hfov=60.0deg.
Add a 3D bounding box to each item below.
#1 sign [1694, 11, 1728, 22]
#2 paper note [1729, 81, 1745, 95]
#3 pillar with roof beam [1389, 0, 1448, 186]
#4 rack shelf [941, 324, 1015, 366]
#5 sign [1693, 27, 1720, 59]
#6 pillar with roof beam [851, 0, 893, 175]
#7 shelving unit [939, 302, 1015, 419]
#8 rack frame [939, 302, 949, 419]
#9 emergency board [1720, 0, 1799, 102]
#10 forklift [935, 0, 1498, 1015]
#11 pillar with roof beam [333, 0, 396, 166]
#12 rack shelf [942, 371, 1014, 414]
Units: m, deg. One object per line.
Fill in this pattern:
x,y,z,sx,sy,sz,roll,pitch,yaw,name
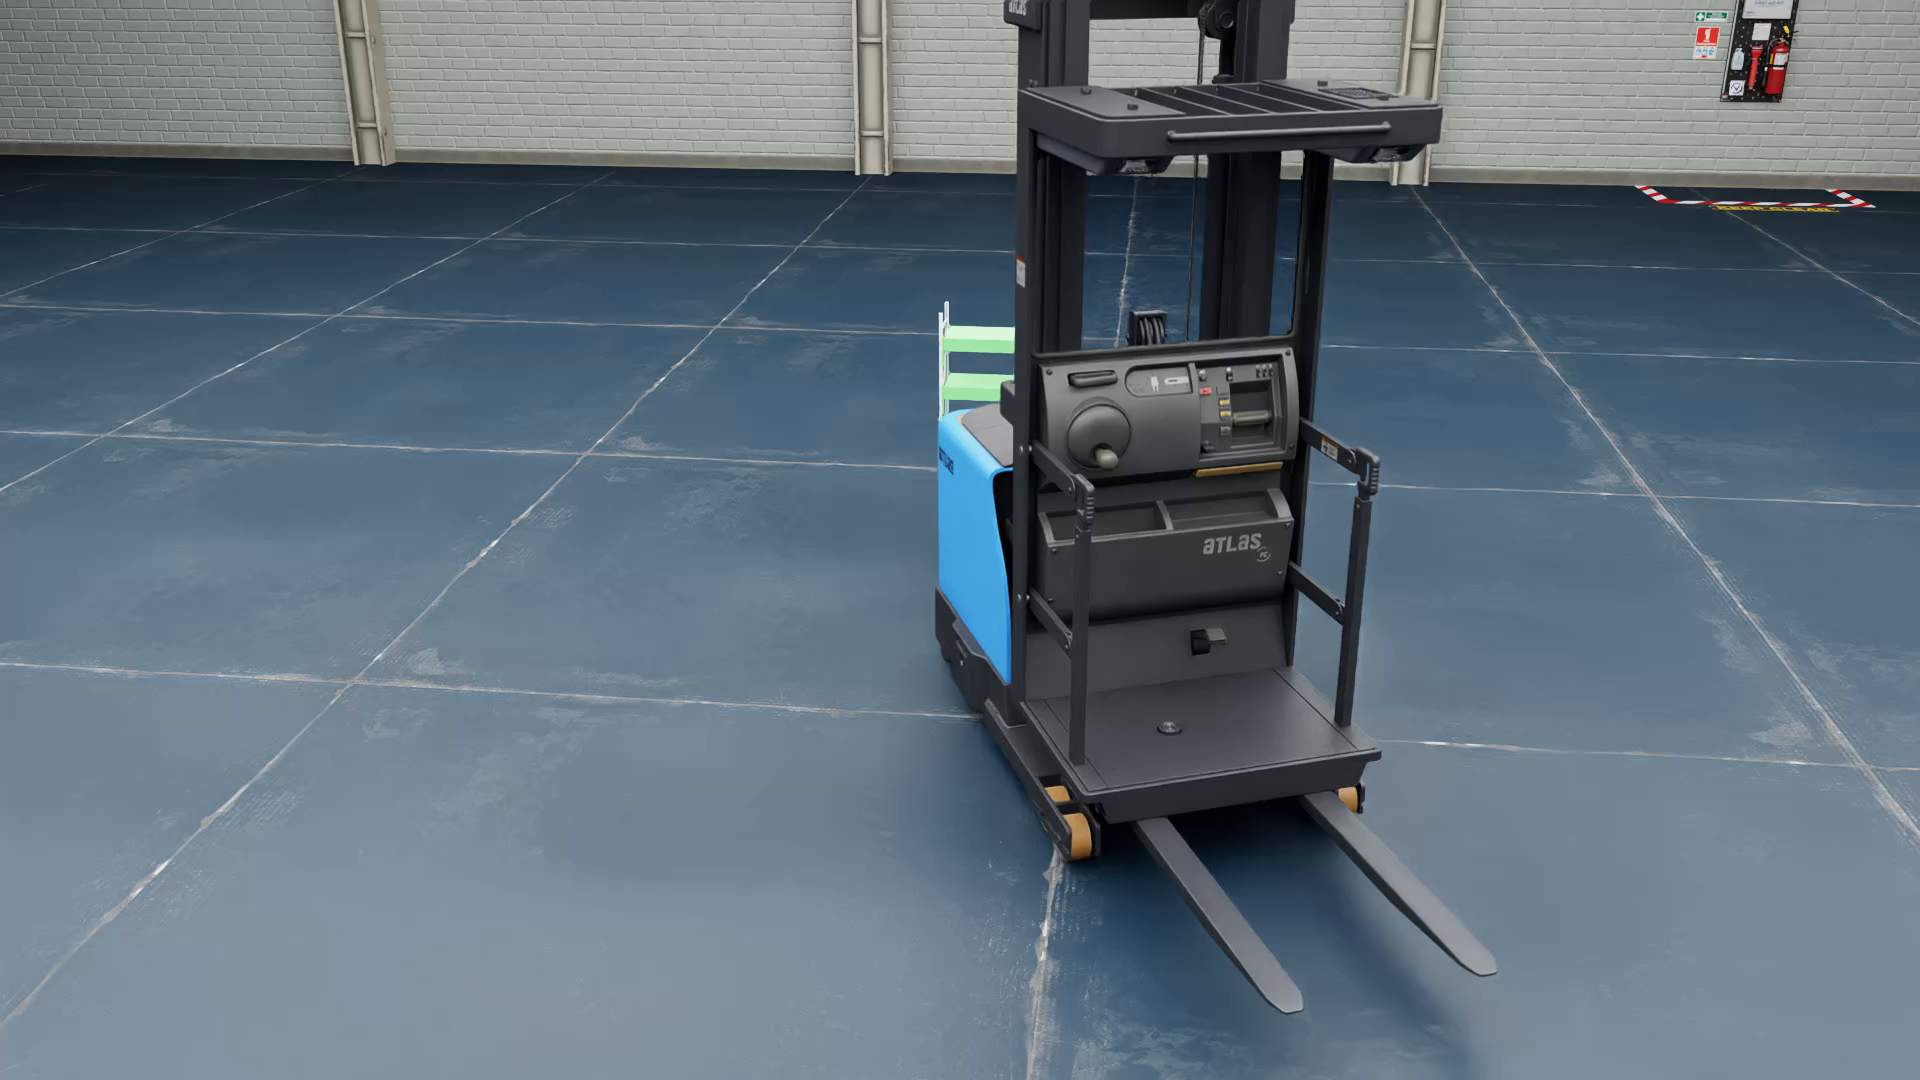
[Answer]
7.949,-5.536,17.592,0.331,0.109,0.001,2,22,6,sign
8.314,-4.838,17.794,0.142,0.148,0.016,2,22,6,paper note
4.467,-6.571,12.822,0.400,9.000,9.100,2,22,6,pillar with roof beam
0.164,-0.938,8.048,0.480,0.148,0.258,2,22,6,rack shelf
7.945,-5.293,17.699,0.234,0.329,0.001,2,22,6,sign
-1.492,-6.831,13.478,0.400,9.000,9.100,2,22,6,pillar with roof beam
0.164,-0.551,8.201,0.503,1.200,0.258,2,22,6,shelving unit
-0.078,-0.561,8.228,0.015,1.200,0.240,2,22,6,rack frame
8.482,-5.214,17.549,0.643,1.169,0.194,2,22,6,emergency board
0.791,-0.428,5.535,1.130,2.935,3.031,-6,22,-15,forklift
-7.450,-7.091,14.135,0.400,9.000,9.100,2,22,6,pillar with roof beam
0.164,-0.715,8.136,0.480,0.148,0.258,2,22,6,rack shelf
